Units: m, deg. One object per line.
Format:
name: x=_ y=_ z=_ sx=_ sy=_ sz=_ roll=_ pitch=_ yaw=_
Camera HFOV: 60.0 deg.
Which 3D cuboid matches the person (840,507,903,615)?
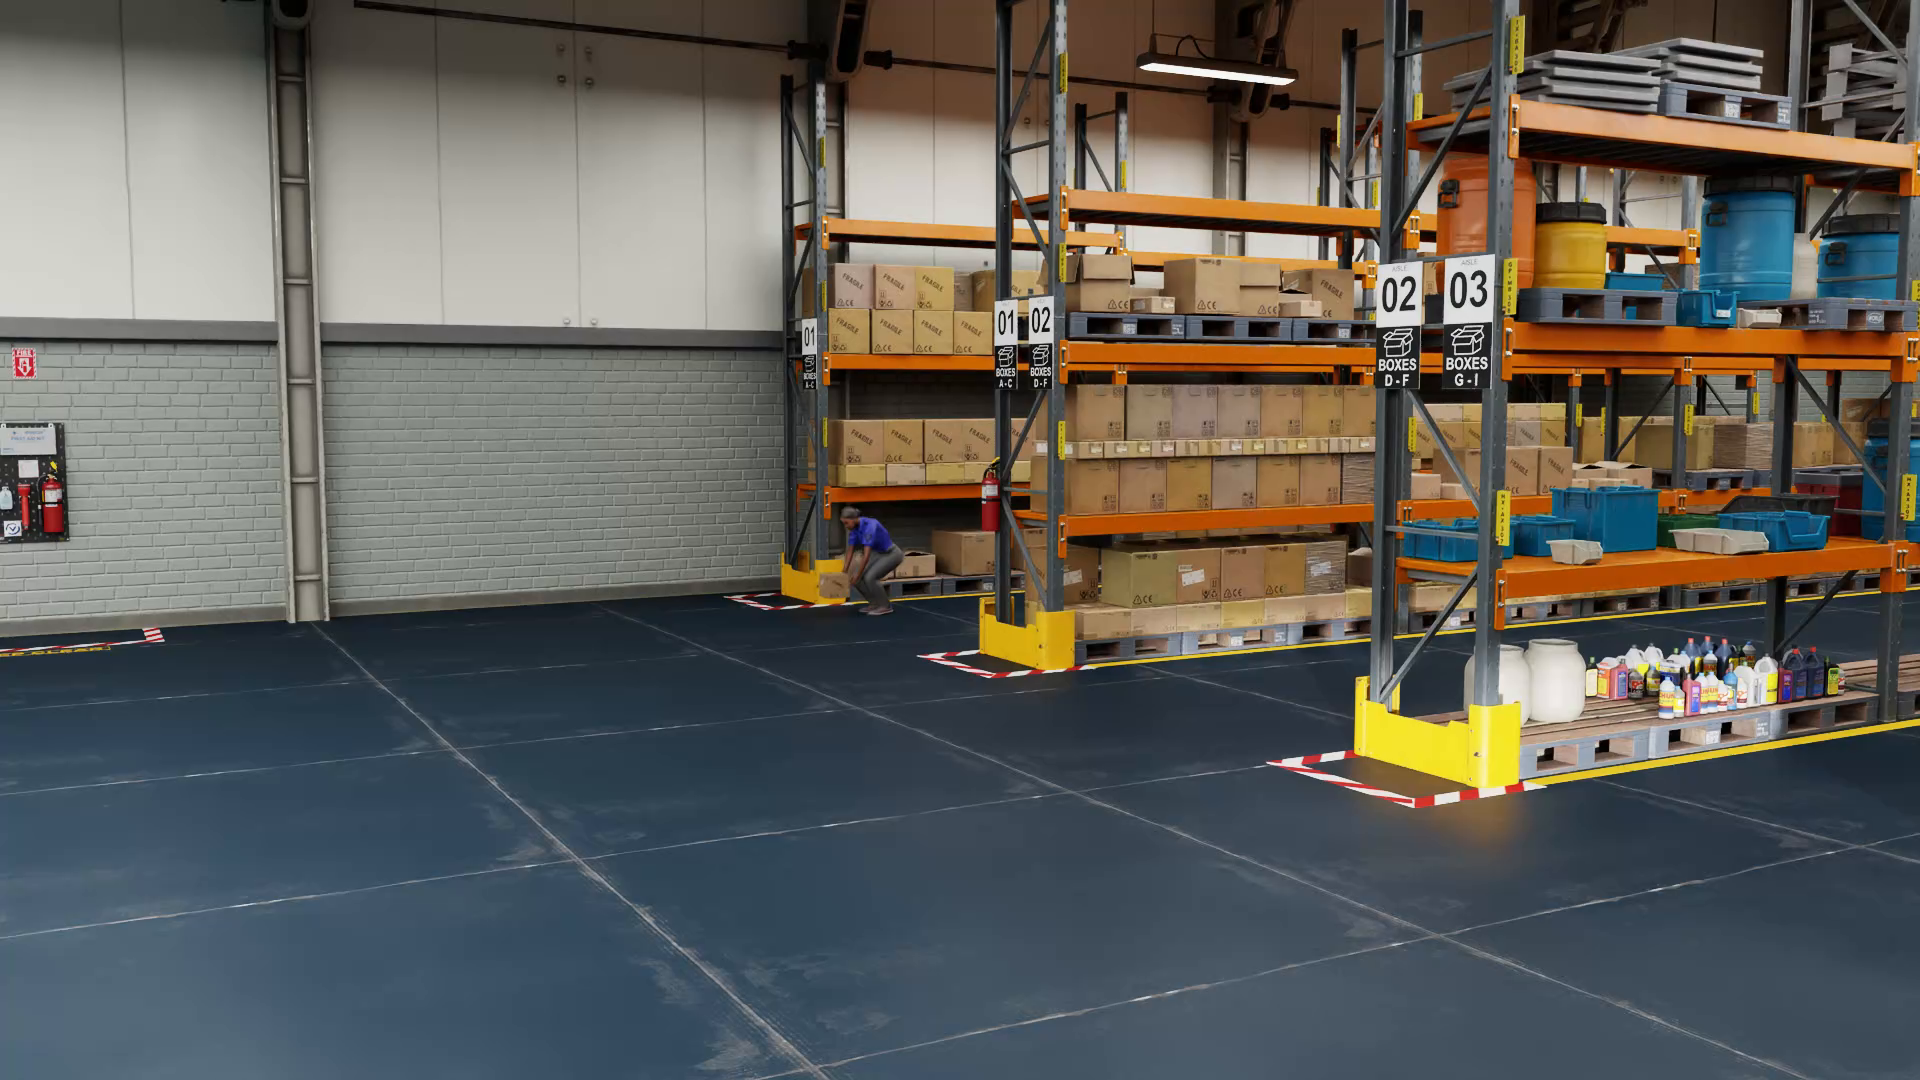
person: x=-0.953 y=0.218 z=17.881 sx=0.726 sy=1.168 sz=0.500 roll=-3 pitch=6 yaw=-26
